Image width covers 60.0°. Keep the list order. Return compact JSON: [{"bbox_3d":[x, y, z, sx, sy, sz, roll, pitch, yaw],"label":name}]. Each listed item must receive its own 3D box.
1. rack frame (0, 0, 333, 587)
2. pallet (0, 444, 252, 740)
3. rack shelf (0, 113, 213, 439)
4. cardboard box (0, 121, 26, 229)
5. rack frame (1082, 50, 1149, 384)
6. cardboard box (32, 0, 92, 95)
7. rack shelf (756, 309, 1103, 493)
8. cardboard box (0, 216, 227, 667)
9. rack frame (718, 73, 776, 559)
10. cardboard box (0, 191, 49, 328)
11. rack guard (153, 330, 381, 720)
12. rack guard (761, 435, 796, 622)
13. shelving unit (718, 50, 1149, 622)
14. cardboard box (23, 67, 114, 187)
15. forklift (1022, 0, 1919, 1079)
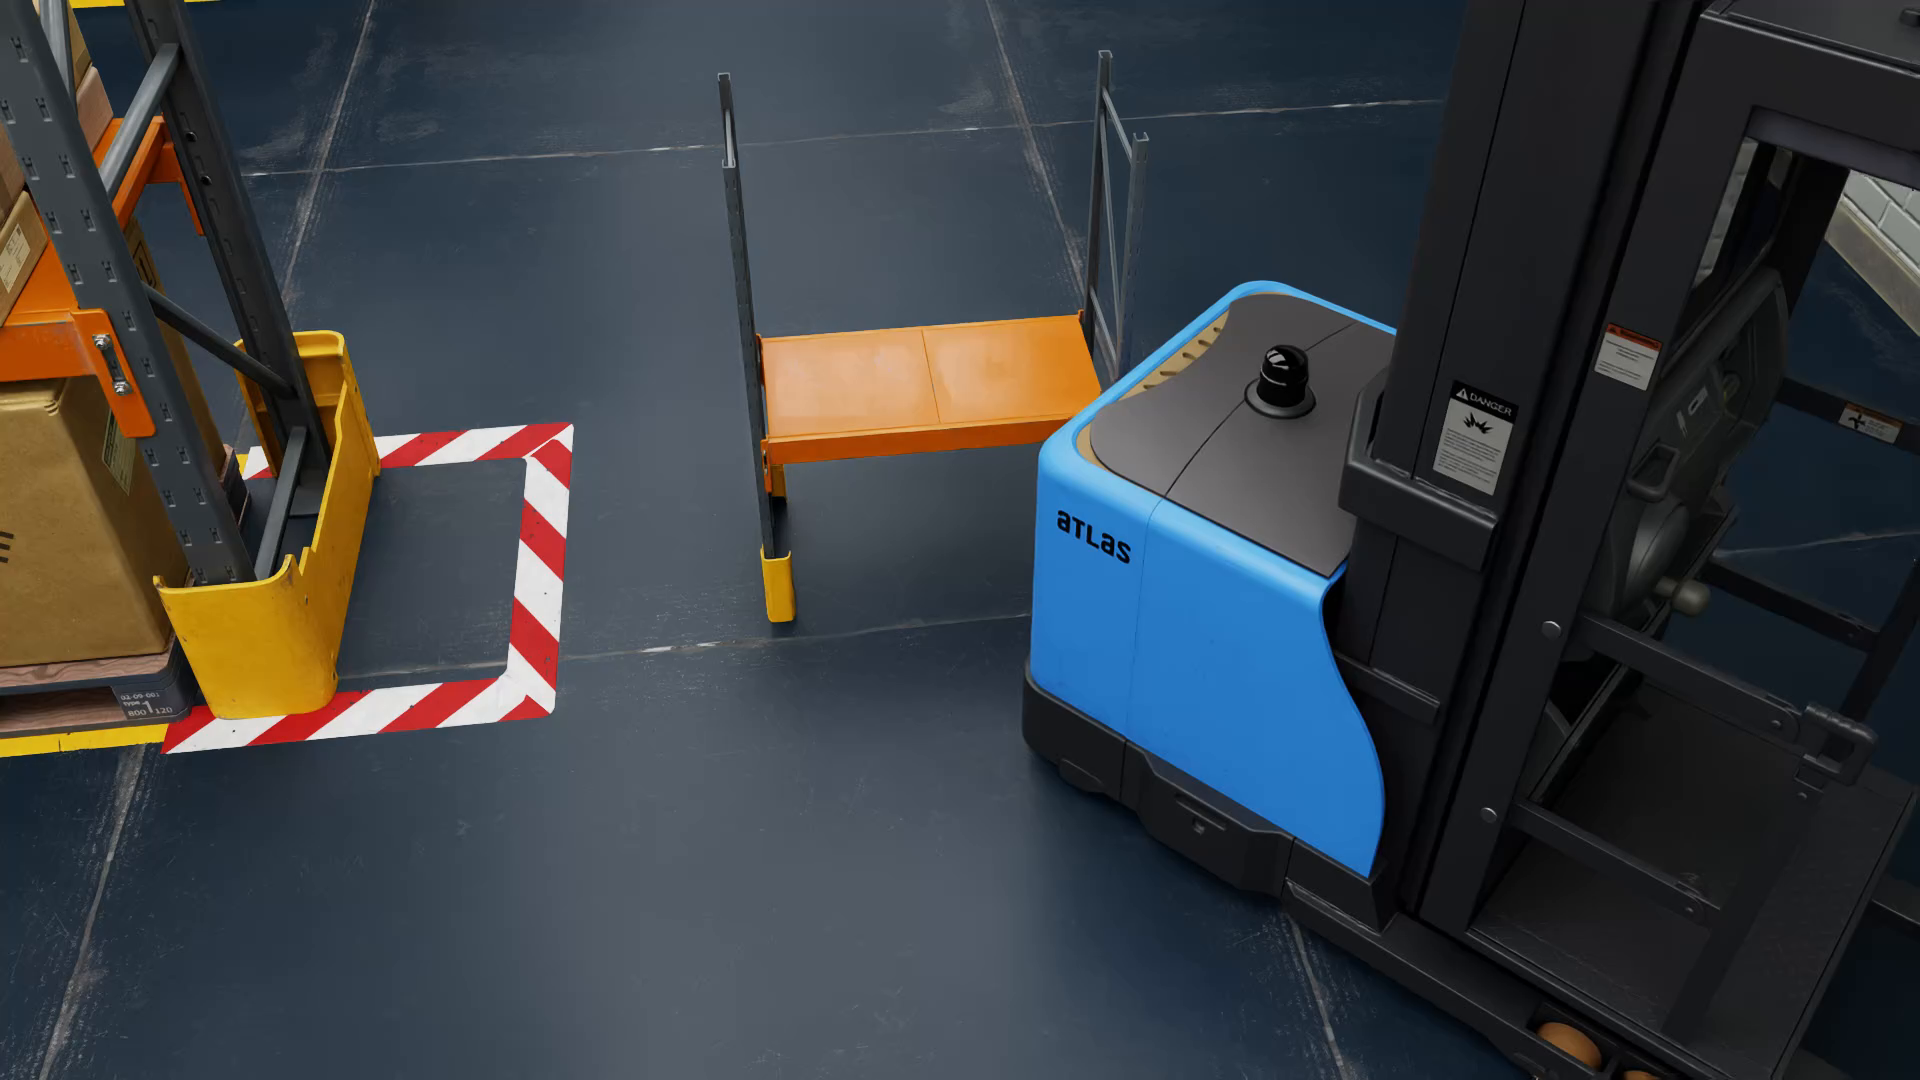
[{"bbox_3d":[-2.051,-1.002,4.121,0.127,3.000,1.000,-5,42,-6],"label":"rack frame"},{"bbox_3d":[-2.834,0.155,4.921,1.213,0.211,1.003,-5,42,-6],"label":"pallet"},{"bbox_3d":[-4.034,-0.561,4.170,4.000,0.370,1.077,-5,42,-6],"label":"rack shelf"},{"bbox_3d":[-2.497,-0.838,3.830,0.500,0.250,0.500,-6,42,-6],"label":"cardboard box"},{"bbox_3d":[0.419,-0.594,4.788,0.032,1.500,0.500,-5,42,-6],"label":"rack frame"},{"bbox_3d":[-2.562,-1.194,4.224,0.500,0.250,0.500,-6,42,-7],"label":"cardboard box"},{"bbox_3d":[-0.085,-0.416,4.860,1.000,0.185,0.538,-5,42,-6],"label":"rack shelf"},{"bbox_3d":[-2.675,-0.260,4.572,0.875,0.875,0.875,-5,42,-6],"label":"cardboard box"},{"bbox_3d":[-0.589,-0.505,4.691,0.032,1.500,0.500,-5,42,-6],"label":"rack frame"},{"bbox_3d":[-2.362,-0.659,3.929,0.250,0.149,0.380,-4,42,-5],"label":"cardboard box"},{"bbox_3d":[-2.027,-0.076,4.961,0.348,0.500,1.175,-5,42,-6],"label":"rack guard"},{"bbox_3d":[-0.569,-0.043,5.111,0.087,0.250,0.587,-5,42,-6],"label":"rack guard"},{"bbox_3d":[-0.076,-0.550,4.740,1.083,1.500,0.587,-5,42,-6],"label":"shelving unit"},{"bbox_3d":[-2.446,-1.097,4.414,0.250,0.149,0.380,-5,42,-5],"label":"cardboard box"},{"bbox_3d":[1.631,-0.136,3.212,3.031,2.935,1.130,29,49,28],"label":"forklift"}]
